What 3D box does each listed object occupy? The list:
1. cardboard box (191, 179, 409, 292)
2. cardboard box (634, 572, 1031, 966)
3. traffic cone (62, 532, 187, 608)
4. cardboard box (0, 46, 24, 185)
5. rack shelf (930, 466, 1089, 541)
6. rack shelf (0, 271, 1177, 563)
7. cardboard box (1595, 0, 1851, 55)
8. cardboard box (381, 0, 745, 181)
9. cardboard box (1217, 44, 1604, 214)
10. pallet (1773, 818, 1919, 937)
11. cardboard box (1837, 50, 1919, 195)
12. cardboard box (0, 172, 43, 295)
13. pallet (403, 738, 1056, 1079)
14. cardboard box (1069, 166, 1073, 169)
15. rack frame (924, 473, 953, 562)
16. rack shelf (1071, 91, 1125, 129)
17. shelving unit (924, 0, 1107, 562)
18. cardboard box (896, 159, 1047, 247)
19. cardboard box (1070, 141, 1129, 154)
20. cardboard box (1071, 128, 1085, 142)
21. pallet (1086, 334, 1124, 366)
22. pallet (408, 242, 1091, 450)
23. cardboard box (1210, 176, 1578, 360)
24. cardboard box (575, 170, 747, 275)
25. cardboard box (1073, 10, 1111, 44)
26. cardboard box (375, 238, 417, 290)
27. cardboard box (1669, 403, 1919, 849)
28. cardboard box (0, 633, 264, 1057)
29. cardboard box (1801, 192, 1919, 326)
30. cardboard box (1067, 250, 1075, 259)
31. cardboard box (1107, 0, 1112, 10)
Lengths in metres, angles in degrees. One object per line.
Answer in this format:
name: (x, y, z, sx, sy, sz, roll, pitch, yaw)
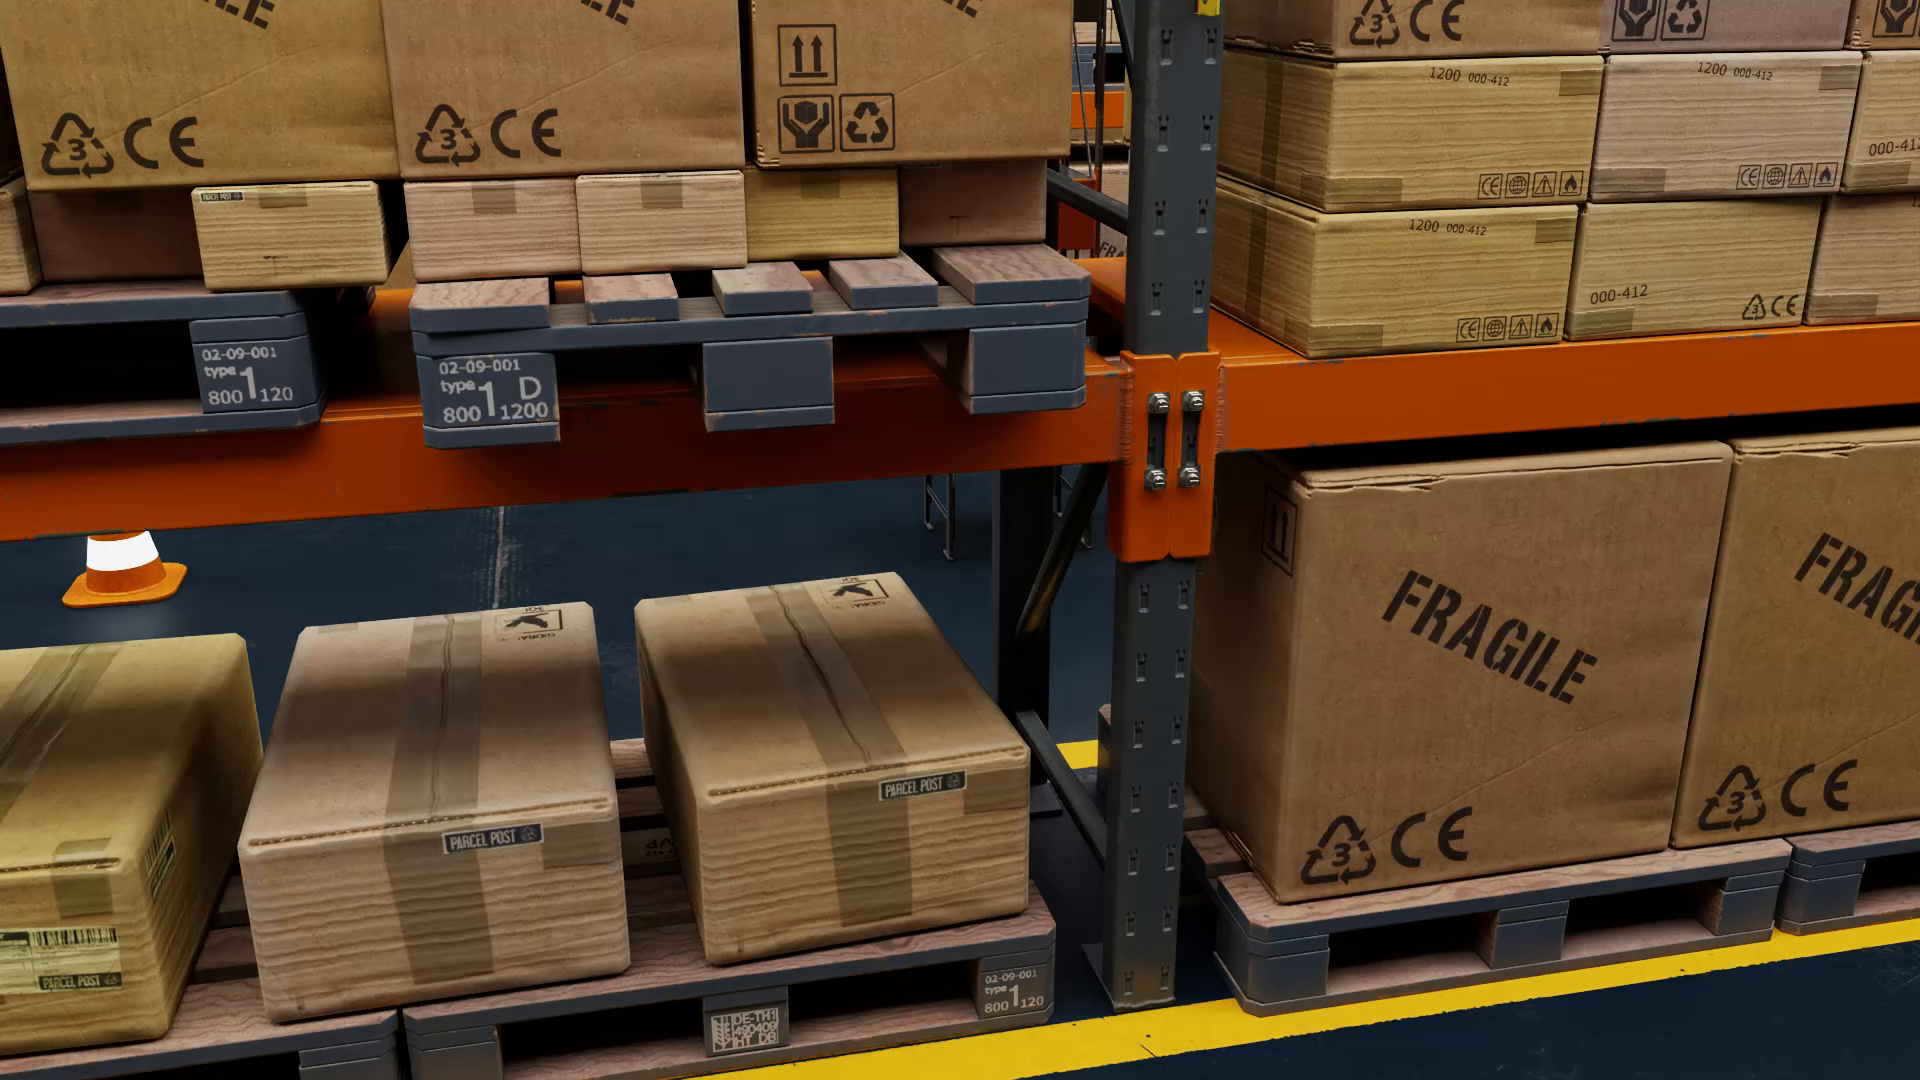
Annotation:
cardboard box: (-1.005, -0.499, 2.570, 0.250, 0.149, 0.380, -4, 21, -12)
cardboard box: (-0.302, 0.430, 3.490, 0.625, 0.372, 0.950, -6, 21, -16)
traffic cone: (-2.706, -0.065, 5.319, 0.334, 0.463, 0.336, -5, 21, -12)
cardboard box: (-1.651, -0.775, 2.381, 0.500, 0.500, 0.500, -6, 21, -15)
rack shelf: (0.161, -0.329, 5.735, 0.480, 0.518, 0.431, -5, 21, -12)
rack shelf: (-1.696, -0.152, 2.915, 4.000, 0.370, 1.077, -5, 21, -12)
cardboard box: (1.267, -1.164, 3.033, 0.500, 0.500, 0.500, -5, 21, -12)
cardboard box: (-0.629, -0.858, 2.609, 0.500, 0.500, 0.500, -5, 21, -13)
cardboard box: (0.800, -0.770, 3.047, 0.500, 0.250, 0.500, -5, 21, -13)
pallet: (2.220, 0.529, 4.065, 1.213, 0.211, 1.003, -5, 21, -12)
cardboard box: (1.791, -0.846, 3.254, 0.500, 0.250, 0.500, -5, 21, -13)
cardboard box: (-1.504, -0.474, 2.501, 0.250, 0.149, 0.380, -5, 21, -14)
pallet: (-0.511, 0.722, 3.535, 1.213, 0.211, 1.003, -5, 21, -12)
cardboard box: (0.233, -1.686, 7.991, 0.500, 0.250, 0.500, -5, 21, -13)
rack frame: (-0.076, -0.980, 5.436, 0.015, 2.100, 0.400, -5, 21, -12)
rack shelf: (0.959, -2.118, 8.281, 4.000, 0.370, 1.077, -5, 21, -12)
shelving unit: (0.161, -0.999, 5.489, 0.503, 2.100, 0.431, -5, 21, -12)
cardboard box: (-0.015, -0.623, 2.908, 0.250, 0.149, 0.380, -4, 20, -10)
cardboard box: (0.605, -1.893, 8.555, 0.500, 0.250, 0.500, -4, 21, -11)
cardboard box: (0.375, -3.353, 13.086, 0.875, 0.875, 1.225, -5, 21, -14)
pallet: (0.959, -1.145, 8.632, 1.213, 0.211, 1.003, -5, 21, -12)
pallet: (-0.419, -0.466, 3.005, 1.003, 0.211, 1.213, -5, 21, -12)
cardboard box: (0.784, -0.532, 3.125, 0.500, 0.250, 0.500, -5, 21, -13)
cardboard box: (-0.494, -0.542, 2.689, 0.250, 0.149, 0.380, -5, 21, -13)
cardboard box: (0.539, -2.431, 7.844, 0.250, 0.149, 0.380, -4, 20, -11)
cardboard box: (-2.451, -1.350, 7.798, 0.750, 0.750, 1.050, -4, 21, -12)
cardboard box: (1.810, 0.056, 3.779, 0.875, 0.875, 0.875, -4, 21, -12)
cardboard box: (-1.758, 0.549, 3.165, 0.625, 0.372, 0.950, -4, 20, -11)
cardboard box: (1.792, -0.618, 3.360, 0.500, 0.250, 0.500, -4, 20, -11)
cardboard box: (0.248, -1.332, 8.114, 0.500, 0.500, 0.500, -4, 21, -12)
cardboard box: (0.540, -2.571, 7.794, 0.250, 0.149, 0.380, -5, 21, -12)
